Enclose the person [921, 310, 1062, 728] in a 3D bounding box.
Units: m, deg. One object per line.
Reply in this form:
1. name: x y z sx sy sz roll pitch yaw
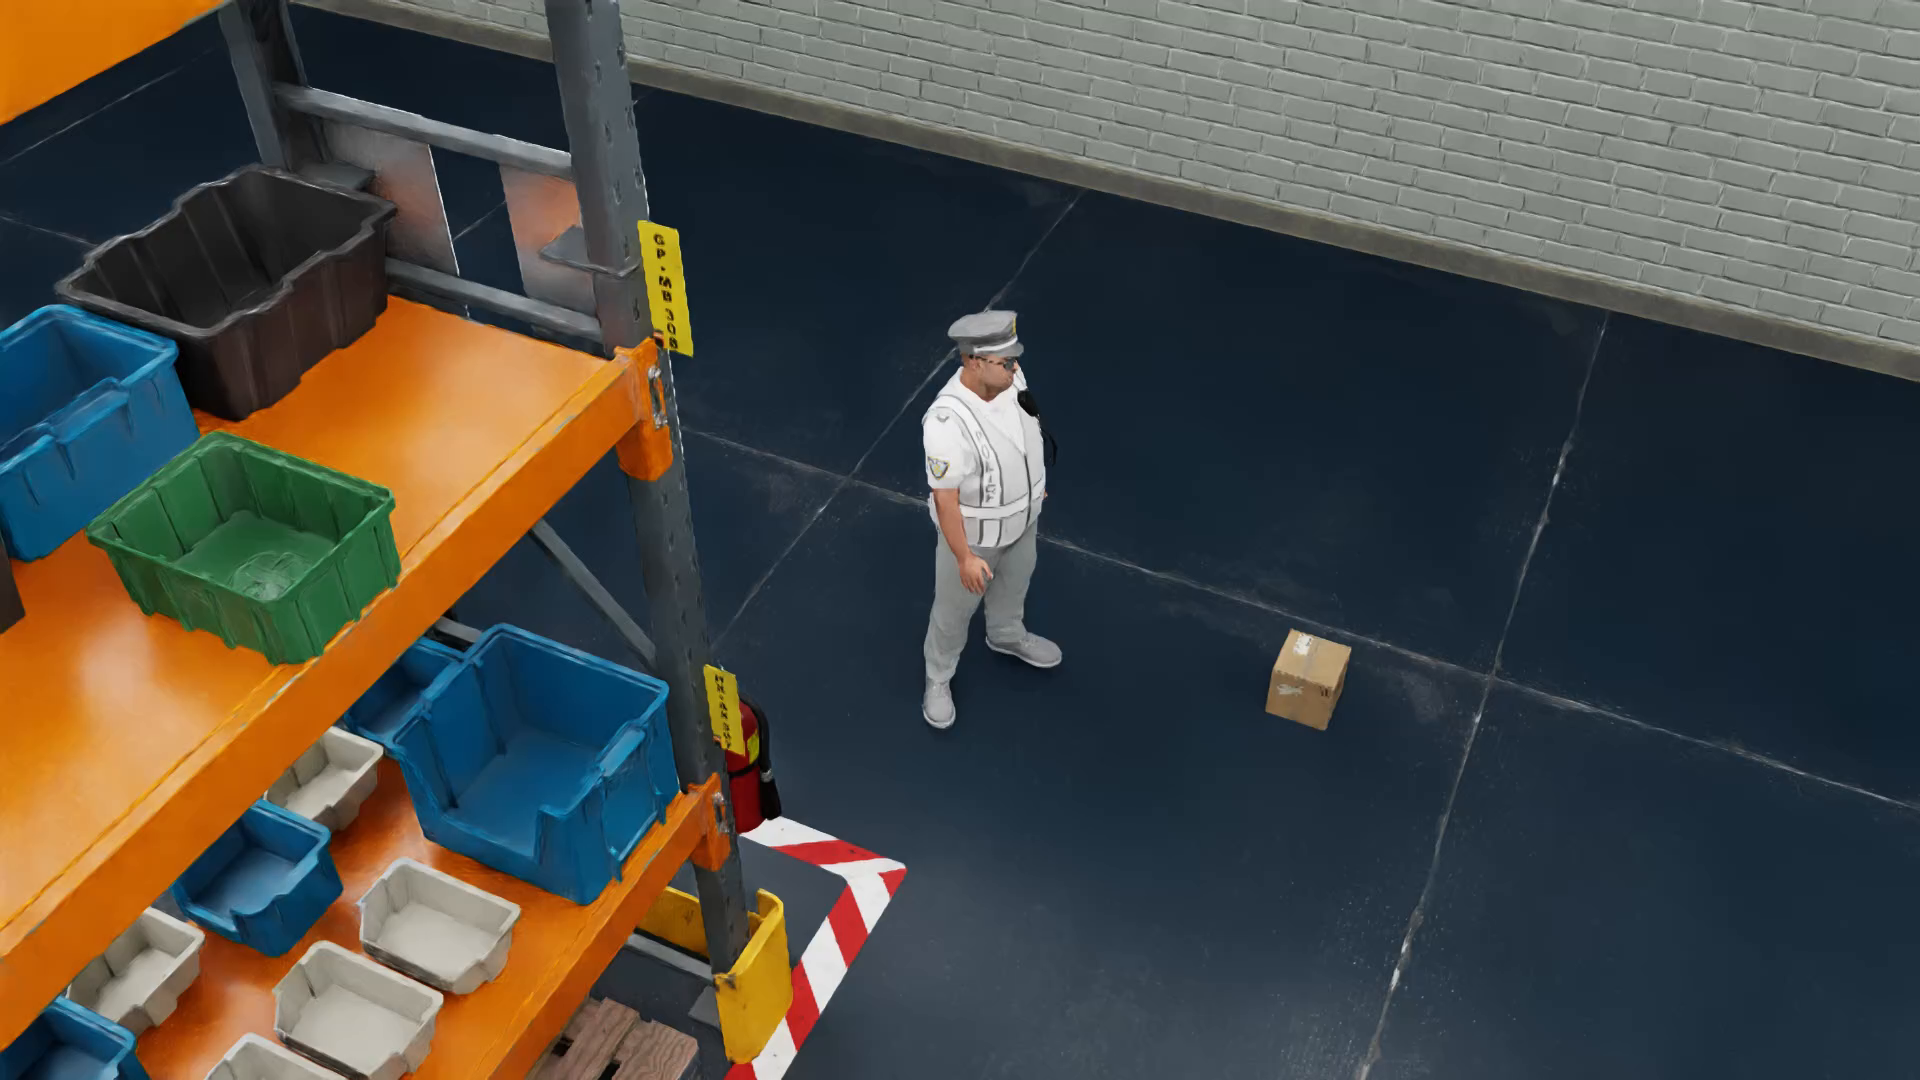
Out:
1. person: 0.101 -0.093 6.217 0.398 1.770 0.691 28 49 28
